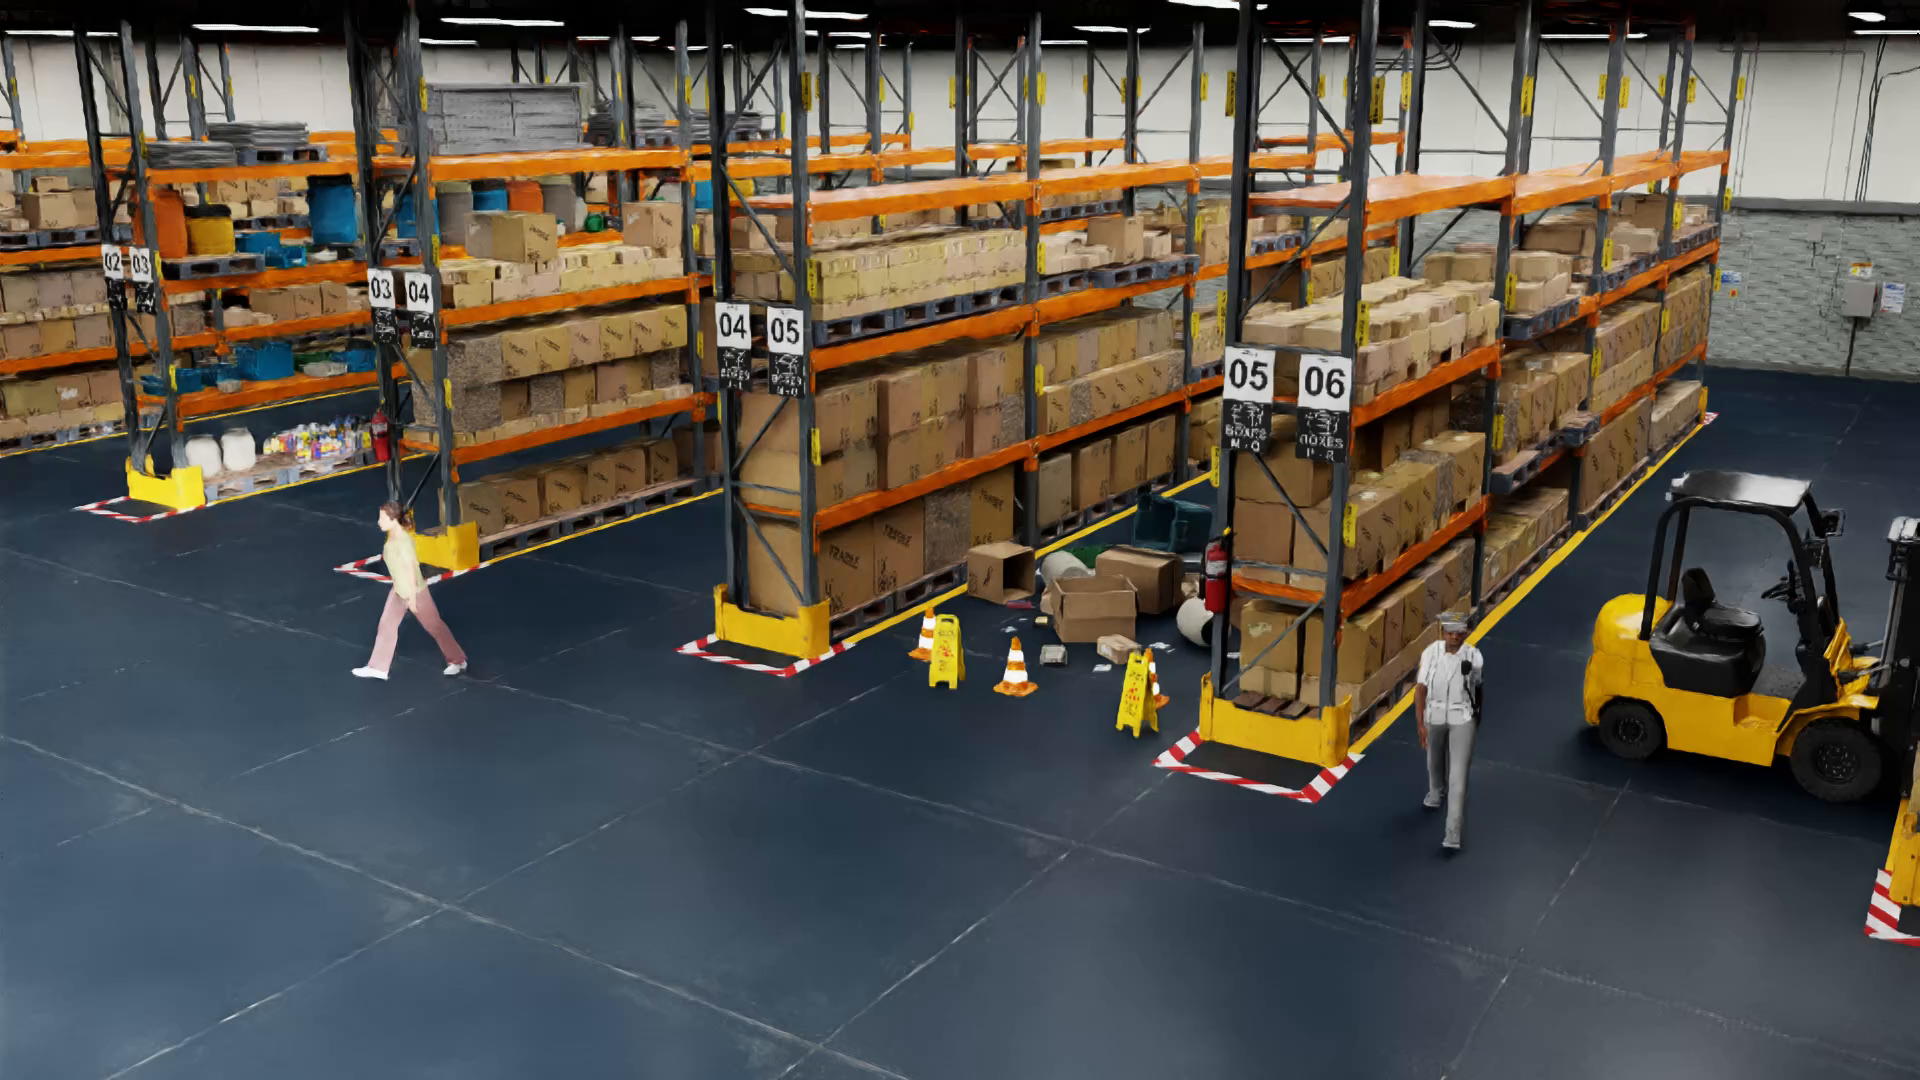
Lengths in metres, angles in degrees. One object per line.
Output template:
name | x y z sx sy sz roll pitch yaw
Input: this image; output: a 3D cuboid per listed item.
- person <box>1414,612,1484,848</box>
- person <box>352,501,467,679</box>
person | 3.415 1.252 11.658 0.448 1.611 0.984 7 17 23
person | -4.871 0.445 14.595 0.945 1.620 0.486 -10 18 -32
